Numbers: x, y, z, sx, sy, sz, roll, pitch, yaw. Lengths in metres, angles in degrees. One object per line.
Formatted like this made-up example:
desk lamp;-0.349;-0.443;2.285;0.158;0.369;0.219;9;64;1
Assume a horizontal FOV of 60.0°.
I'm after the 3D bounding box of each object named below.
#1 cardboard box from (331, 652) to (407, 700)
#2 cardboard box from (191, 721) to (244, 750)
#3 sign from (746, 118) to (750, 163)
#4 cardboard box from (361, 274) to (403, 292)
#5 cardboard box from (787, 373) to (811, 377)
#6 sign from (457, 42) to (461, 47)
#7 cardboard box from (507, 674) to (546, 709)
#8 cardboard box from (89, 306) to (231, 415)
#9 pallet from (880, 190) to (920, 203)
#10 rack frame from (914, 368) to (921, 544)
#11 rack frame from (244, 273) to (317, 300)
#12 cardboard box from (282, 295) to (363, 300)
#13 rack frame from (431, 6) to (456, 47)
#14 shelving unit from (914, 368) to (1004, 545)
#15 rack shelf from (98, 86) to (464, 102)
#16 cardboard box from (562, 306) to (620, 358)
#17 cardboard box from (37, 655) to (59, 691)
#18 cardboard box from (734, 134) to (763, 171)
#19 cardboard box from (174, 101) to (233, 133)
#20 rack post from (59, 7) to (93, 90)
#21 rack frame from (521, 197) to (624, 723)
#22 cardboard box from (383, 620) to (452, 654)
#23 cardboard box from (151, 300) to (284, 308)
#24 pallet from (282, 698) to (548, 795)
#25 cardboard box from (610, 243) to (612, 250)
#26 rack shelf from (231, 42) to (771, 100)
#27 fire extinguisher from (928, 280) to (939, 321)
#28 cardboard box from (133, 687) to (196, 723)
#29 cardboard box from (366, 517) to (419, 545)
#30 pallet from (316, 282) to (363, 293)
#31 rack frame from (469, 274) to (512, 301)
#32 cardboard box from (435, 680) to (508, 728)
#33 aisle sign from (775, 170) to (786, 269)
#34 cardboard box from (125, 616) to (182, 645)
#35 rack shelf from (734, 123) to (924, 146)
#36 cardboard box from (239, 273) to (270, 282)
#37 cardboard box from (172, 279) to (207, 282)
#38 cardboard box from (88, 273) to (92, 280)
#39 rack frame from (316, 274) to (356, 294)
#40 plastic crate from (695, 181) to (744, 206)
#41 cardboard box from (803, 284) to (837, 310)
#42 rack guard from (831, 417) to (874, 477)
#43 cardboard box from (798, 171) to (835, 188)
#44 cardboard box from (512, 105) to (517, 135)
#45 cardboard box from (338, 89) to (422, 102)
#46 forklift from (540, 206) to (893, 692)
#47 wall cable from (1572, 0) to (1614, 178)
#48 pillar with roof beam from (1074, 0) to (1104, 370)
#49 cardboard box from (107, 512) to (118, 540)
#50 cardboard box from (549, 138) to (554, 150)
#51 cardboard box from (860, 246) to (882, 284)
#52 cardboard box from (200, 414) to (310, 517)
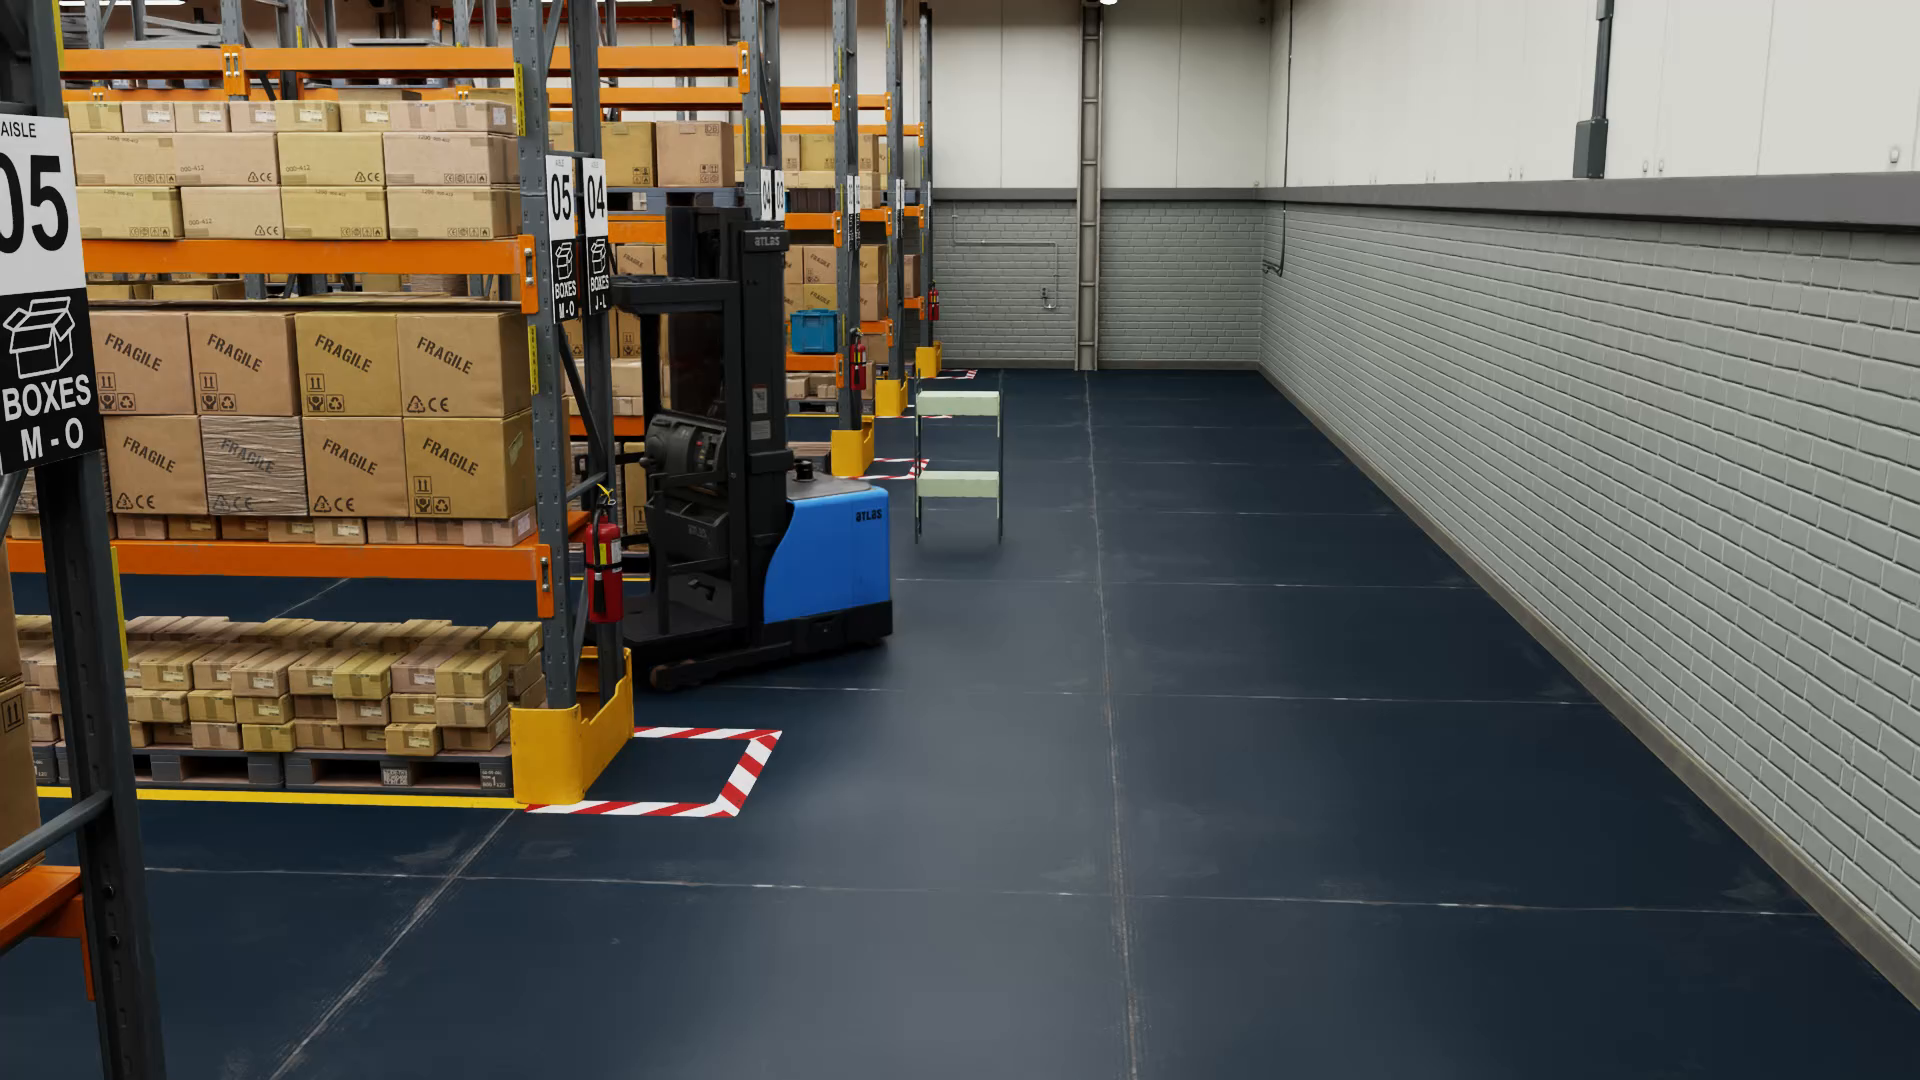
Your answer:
cardboard box;-3.041;0.699;8.585;0.250;0.149;0.380;1;12;2
cardboard box;-3.820;0.970;8.740;0.250;0.149;0.380;1;12;5
sign;-1.600;-3.016;12.563;0.005;0.325;0.100;1;12;4
cardboard box;-8.231;-3.666;23.696;0.500;0.500;0.700;-3;12;-15
cardboard box;-2.406;-2.236;23.771;0.500;0.250;0.500;1;12;4
sign;-5.249;-5.052;17.451;0.005;0.325;0.100;1;12;4
cardboard box;-2.484;0.866;9.241;0.250;0.149;0.380;1;12;5
cardboard box;-4.009;-0.910;8.379;0.500;0.500;0.500;0;12;2
pallet;-1.298;-5.732;27.735;1.213;0.211;1.003;1;12;4
rack frame;-0.372;-0.739;14.639;0.023;1.500;0.400;1;12;4
rack frame;-5.541;-1.318;13.744;0.127;3.000;1.000;1;12;4
cardboard box;-5.080;-1.699;13.371;0.500;0.500;0.500;1;12;4
rack frame;-8.539;-7.345;27.904;0.127;3.000;1.000;1;12;4
shelving unit;-0.007;-0.734;14.615;0.755;1.500;0.431;1;12;4
rack shelf;-7.206;-4.746;18.212;4.000;0.370;1.077;1;12;4
cardboard box;-3.027;-1.777;13.746;0.500;0.500;0.500;0;12;2
cardboard box;-4.607;0.668;8.734;0.250;0.149;0.380;1;12;5
cardboard box;-2.890;-5.332;22.922;0.500;0.500;0.700;1;12;4
cardboard box;-3.609;-2.055;8.110;0.250;0.149;0.380;1;12;5
rack post;-11.222;-5.464;18.425;3.121;1.000;1.013;1;12;4
rack frame;-1.982;-0.252;8.645;0.127;3.000;1.000;1;12;4
cardboard box;-3.008;0.562;9.241;0.250;0.149;0.380;1;12;4
cardboard box;-3.943;-1.019;8.903;0.500;0.500;0.500;0;12;2
pallet;-2.866;1.094;9.023;1.213;0.211;1.003;1;12;4
cardboard box;-6.050;-4.895;27.994;0.500;0.250;0.500;1;12;5
rack shelf;-3.546;-3.679;13.113;4.000;0.370;1.077;1;12;4
fire extinguisher;-0.437;-3.983;27.580;0.183;0.674;0.296;1;12;4
cardboard box;-4.095;0.827;8.698;0.250;0.149;0.380;1;12;4
cardboard box;-2.823;-0.087;8.470;0.250;0.149;0.380;1;12;3
pallet;-10.517;-4.334;28.627;1.213;0.211;1.003;1;12;4
rack frame;-5.210;-2.330;18.581;0.127;3.000;1.000;1;12;4
cardboard box;-2.528;0.844;8.619;0.250;0.149;0.380;0;12;2
aisle sign;-1.458;-2.596;13.504;0.004;0.787;0.394;1;12;4
cardboard box;-4.565;0.546;9.317;0.250;0.149;0.380;0;12;1
rack shelf;-2.553;-6.715;27.626;4.000;0.370;1.077;1;12;4
cardboard box;-12.025;-4.714;28.658;0.500;0.500;0.700;1;12;4
cardboard box;-11.067;-3.472;23.798;0.500;0.500;0.500;1;12;4
cardboard box;-15.058;-4.737;28.571;0.500;0.500;0.500;0;12;2
rack frame;-8.867;-3.397;23.680;0.127;3.000;1.000;1;12;4
plastic crate;-2.725;-3.790;18.387;0.767;0.338;0.504;1;12;4
cardboard box;-1.867;-3.293;22.940;0.500;0.500;0.500;1;12;4
rack guard;-1.194;-1.054;18.586;0.348;0.500;1.175;1;12;4
cardboard box;-1.913;-4.888;22.631;0.500;0.250;0.500;1;12;4
cardboard box;-2.290;-2.137;8.505;0.250;0.149;0.380;1;12;3
cardboard box;-4.603;-3.443;13.229;0.500;0.250;0.500;0;12;0
forklift;-1.925;-0.615;10.551;3.031;2.935;1.130;-9;15;-38
wall cable;3.861;-4.993;8.803;0.120;5.999;2.277;1;12;4
pillar with roof beam;1.907;-6.496;23.844;0.548;9.000;9.100;1;12;4
cardboard box;-4.395;-0.105;8.555;0.250;0.149;0.380;1;12;6
cardboard box;-2.413;-1.950;8.585;0.500;0.250;0.500;1;12;5
cardboard box;-1.347;-3.775;22.805;0.500;0.500;0.500;1;12;3
cardboard box;-3.468;-0.413;8.445;0.500;0.500;0.500;1;12;4
